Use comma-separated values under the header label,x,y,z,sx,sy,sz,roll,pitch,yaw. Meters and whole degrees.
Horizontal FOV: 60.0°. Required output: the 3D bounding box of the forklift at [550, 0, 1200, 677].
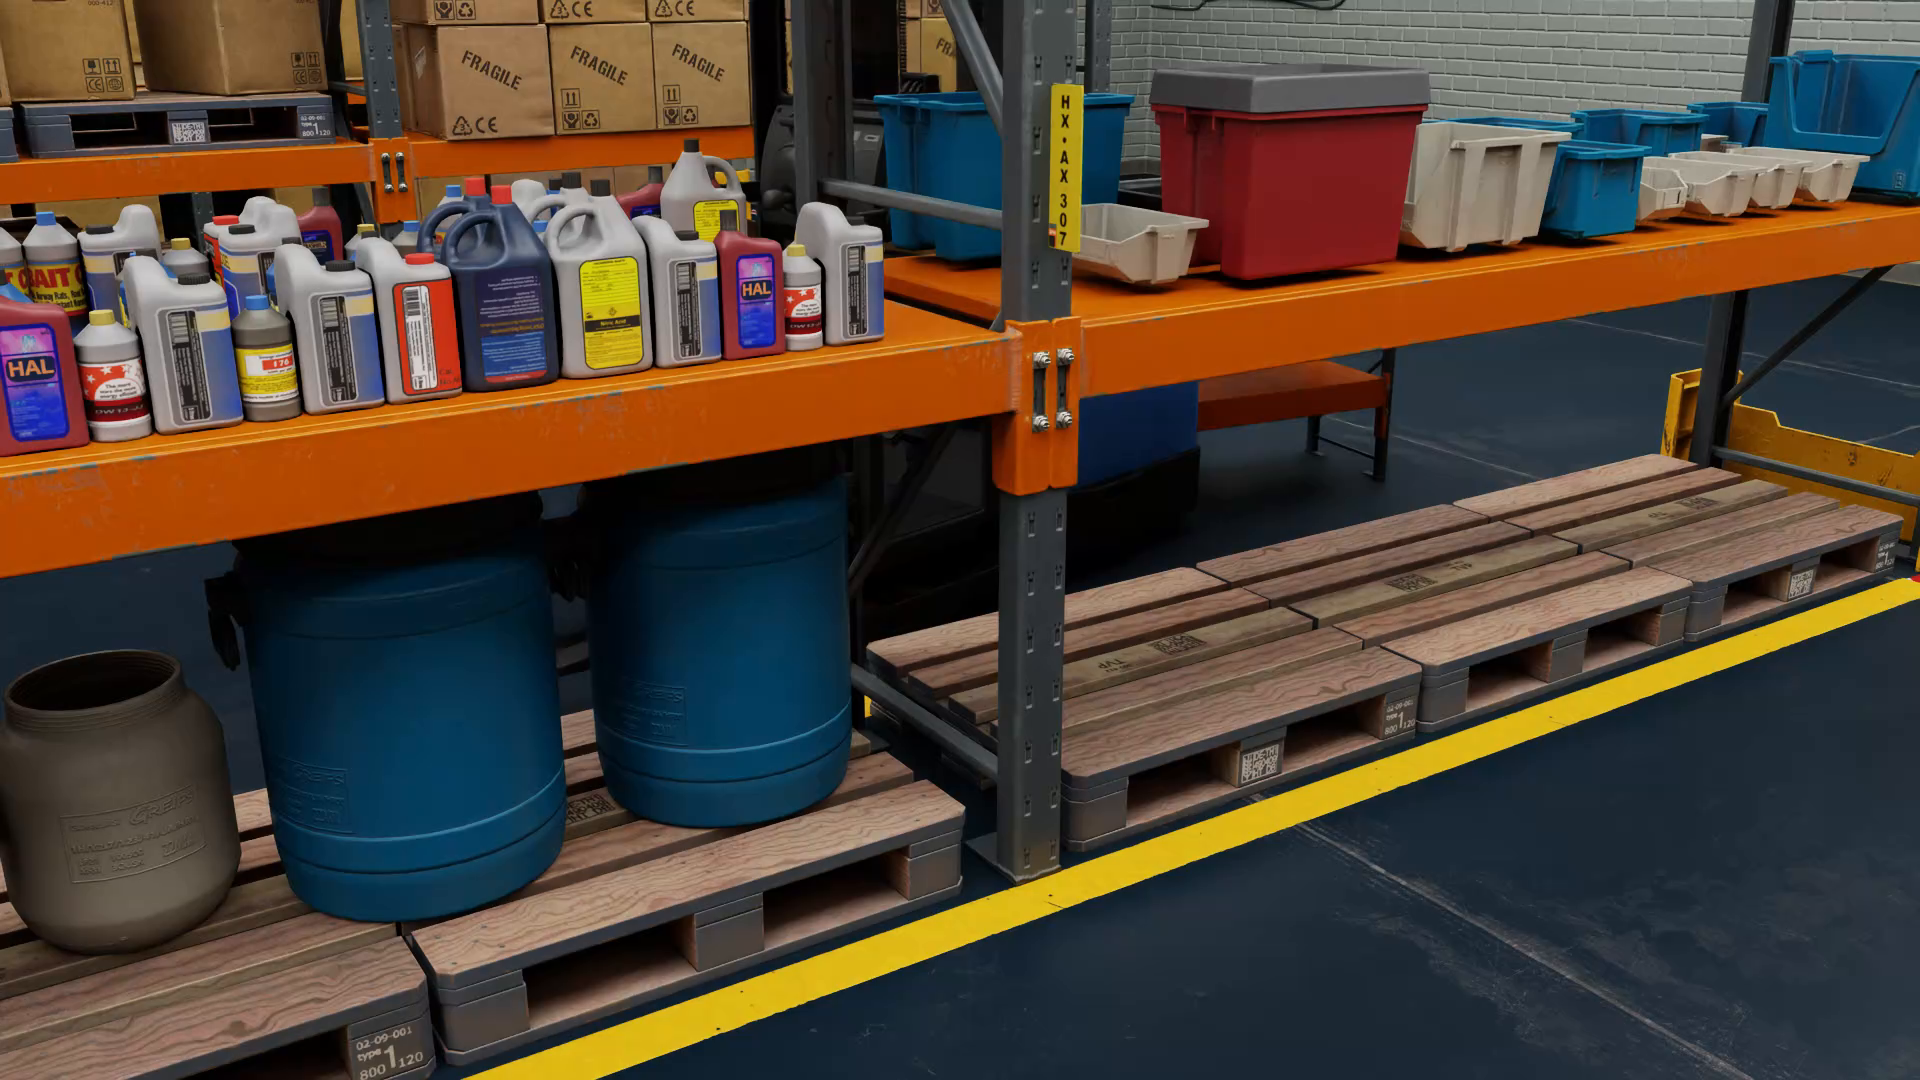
label,x,y,z,sx,sy,sz,roll,pitch,yaw
forklift,-0.450,-1.214,5.259,1.130,2.935,3.031,16,25,40

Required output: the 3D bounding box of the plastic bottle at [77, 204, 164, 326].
label,x,y,z,sx,sy,sz,roll,pitch,yaw
plastic bottle,-1.652,-0.518,3.287,0.135,0.276,0.152,-12,22,-31

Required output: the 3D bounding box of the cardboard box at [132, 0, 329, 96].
label,x,y,z,sx,sy,sz,roll,pitch,yaw
cardboard box,-3.329,-2.308,7.578,0.700,0.500,0.500,14,23,35

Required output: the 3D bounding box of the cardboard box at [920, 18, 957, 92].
label,x,y,z,sx,sy,sz,roll,pitch,yaw
cardboard box,-0.125,-2.594,9.077,0.500,0.500,0.500,-12,22,-31

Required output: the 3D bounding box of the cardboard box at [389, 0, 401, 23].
label,x,y,z,sx,sy,sz,roll,pitch,yaw
cardboard box,-2.530,-2.765,8.023,0.500,0.500,0.500,-12,22,-31

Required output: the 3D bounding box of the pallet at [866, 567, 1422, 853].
label,x,y,z,sx,sy,sz,roll,pitch,yaw
pallet,0.504,0.421,4.670,1.213,0.211,1.003,-12,22,-31

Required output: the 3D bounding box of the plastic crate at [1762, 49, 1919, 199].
label,x,y,z,sx,sy,sz,roll,pitch,yaw
plastic crate,3.075,-1.401,5.556,0.499,0.435,0.616,-12,22,-31

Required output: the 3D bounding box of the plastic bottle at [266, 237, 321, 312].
label,x,y,z,sx,sy,sz,roll,pitch,yaw
plastic bottle,-1.163,-0.397,2.935,0.097,0.271,0.097,0,19,0

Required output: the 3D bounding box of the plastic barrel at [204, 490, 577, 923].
label,x,y,z,sx,sy,sz,roll,pitch,yaw
plastic barrel,-1.144,0.251,3.440,0.708,0.901,0.600,-12,22,-31

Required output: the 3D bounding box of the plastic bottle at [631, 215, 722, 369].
label,x,y,z,sx,sy,sz,roll,pitch,yaw
plastic bottle,-0.546,-0.481,3.178,0.135,0.276,0.152,-12,22,-31

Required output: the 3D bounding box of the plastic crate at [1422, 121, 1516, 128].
label,x,y,z,sx,sy,sz,roll,pitch,yaw
plastic crate,1.514,-1.174,5.201,0.300,0.233,0.416,-12,22,-31

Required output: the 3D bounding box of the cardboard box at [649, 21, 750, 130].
label,x,y,z,sx,sy,sz,roll,pitch,yaw
cardboard box,-1.390,-2.329,8.293,0.500,0.500,0.500,-12,22,-32

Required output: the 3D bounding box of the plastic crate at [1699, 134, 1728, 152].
label,x,y,z,sx,sy,sz,roll,pitch,yaw
plastic crate,2.551,-1.378,5.957,0.298,0.136,0.250,-12,22,-31

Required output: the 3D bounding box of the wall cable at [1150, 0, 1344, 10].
label,x,y,z,sx,sy,sz,roll,pitch,yaw
wall cable,2.723,-6.386,15.933,0.112,2.526,3.097,-12,22,-31

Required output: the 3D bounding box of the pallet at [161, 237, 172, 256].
label,x,y,z,sx,sy,sz,roll,pitch,yaw
pallet,-6.141,-1.933,11.633,1.213,0.211,1.003,-12,22,-31

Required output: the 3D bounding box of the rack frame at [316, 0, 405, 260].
label,x,y,z,sx,sy,sz,roll,pitch,yaw
rack frame,-2.810,-2.086,7.731,0.127,3.000,1.000,-12,22,-31

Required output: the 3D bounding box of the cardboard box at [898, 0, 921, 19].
label,x,y,z,sx,sy,sz,roll,pitch,yaw
cardboard box,-0.542,-2.978,8.652,0.500,0.500,0.500,-11,22,-30

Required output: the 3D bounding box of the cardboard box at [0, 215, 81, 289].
label,x,y,z,sx,sy,sz,roll,pitch,yaw
cardboard box,-4.183,-1.269,7.360,0.500,0.250,0.500,-12,22,-31

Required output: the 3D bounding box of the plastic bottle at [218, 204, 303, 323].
label,x,y,z,sx,sy,sz,roll,pitch,yaw
plastic bottle,-1.375,-0.518,3.287,0.135,0.276,0.152,-12,22,-31

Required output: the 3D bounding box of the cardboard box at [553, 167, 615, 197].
label,x,y,z,sx,sy,sz,roll,pitch,yaw
cardboard box,-3.145,-2.891,13.361,0.500,0.500,0.700,-12,22,-32

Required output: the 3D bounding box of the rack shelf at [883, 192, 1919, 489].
label,x,y,z,sx,sy,sz,roll,pitch,yaw
rack shelf,1.581,-0.772,4.967,4.000,0.370,1.077,-12,22,-31

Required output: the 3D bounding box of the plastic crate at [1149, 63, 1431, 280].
label,x,y,z,sx,sy,sz,roll,pitch,yaw
plastic crate,0.795,-0.909,4.057,0.583,0.464,0.402,-12,22,-31

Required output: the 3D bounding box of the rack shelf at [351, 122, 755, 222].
label,x,y,z,sx,sy,sz,roll,pitch,yaw
rack shelf,-1.140,-2.097,8.888,4.000,0.370,1.077,-12,22,-31

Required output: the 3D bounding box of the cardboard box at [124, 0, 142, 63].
label,x,y,z,sx,sy,sz,roll,pitch,yaw
cardboard box,-5.785,-3.459,11.141,0.500,0.500,0.500,-12,22,-32

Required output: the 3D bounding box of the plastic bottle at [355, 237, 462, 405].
label,x,y,z,sx,sy,sz,roll,pitch,yaw
plastic bottle,-0.967,-0.392,2.916,0.135,0.276,0.152,-12,22,-31

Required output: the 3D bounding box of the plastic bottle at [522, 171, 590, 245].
label,x,y,z,sx,sy,sz,roll,pitch,yaw
plastic bottle,-0.756,-0.526,3.194,0.185,0.351,0.144,-12,22,-31

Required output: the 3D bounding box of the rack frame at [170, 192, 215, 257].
label,x,y,z,sx,sy,sz,roll,pitch,yaw
rack frame,-5.538,-3.410,11.648,0.127,3.000,1.000,-12,22,-31

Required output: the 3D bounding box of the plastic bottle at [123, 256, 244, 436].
label,x,y,z,sx,sy,sz,roll,pitch,yaw
plastic bottle,-1.273,-0.328,2.725,0.135,0.276,0.152,-12,22,-31

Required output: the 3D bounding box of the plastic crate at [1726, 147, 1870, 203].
label,x,y,z,sx,sy,sz,roll,pitch,yaw
plastic crate,2.670,-1.176,5.358,0.243,0.136,0.396,-12,22,-31

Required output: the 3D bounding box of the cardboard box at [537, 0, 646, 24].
label,x,y,z,sx,sy,sz,roll,pitch,yaw
cardboard box,-1.831,-2.706,7.847,0.500,0.500,0.500,-13,22,-33

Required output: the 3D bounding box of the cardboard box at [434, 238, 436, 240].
label,x,y,z,sx,sy,sz,roll,pitch,yaw
cardboard box,-2.490,-1.286,8.582,0.500,0.500,0.500,-12,22,-31

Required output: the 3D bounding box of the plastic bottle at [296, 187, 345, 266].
label,x,y,z,sx,sy,sz,roll,pitch,yaw
plastic bottle,-1.372,-0.598,3.512,0.133,0.283,0.061,-12,22,-31

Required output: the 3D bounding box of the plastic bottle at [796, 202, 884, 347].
label,x,y,z,sx,sy,sz,roll,pitch,yaw
plastic bottle,-0.240,-0.546,3.369,0.135,0.276,0.152,-12,22,-31

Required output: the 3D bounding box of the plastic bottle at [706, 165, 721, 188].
label,x,y,z,sx,sy,sz,roll,pitch,yaw
plastic bottle,-0.630,-0.754,3.975,0.133,0.283,0.061,-12,22,-31

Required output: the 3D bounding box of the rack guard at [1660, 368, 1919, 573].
label,x,y,z,sx,sy,sz,roll,pitch,yaw
rack guard,3.265,-0.288,6.317,0.348,0.500,1.175,-12,22,-31

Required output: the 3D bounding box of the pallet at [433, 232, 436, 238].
label,x,y,z,sx,sy,sz,roll,pitch,yaw
pallet,-3.840,-2.418,13.069,1.213,0.211,1.003,-12,22,-31

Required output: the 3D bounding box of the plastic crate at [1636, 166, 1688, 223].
label,x,y,z,sx,sy,sz,roll,pitch,yaw
plastic crate,1.964,-1.016,4.885,0.250,0.136,0.298,-12,22,-31

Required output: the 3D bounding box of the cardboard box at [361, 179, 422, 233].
label,x,y,z,sx,sy,sz,roll,pitch,yaw
cardboard box,-4.435,-2.617,12.549,0.500,0.500,0.700,-12,22,-32

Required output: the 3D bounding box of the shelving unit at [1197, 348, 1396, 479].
label,x,y,z,sx,sy,sz,roll,pitch,yaw
shelving unit,1.212,-0.790,6.824,1.048,1.125,0.538,-9,21,-25

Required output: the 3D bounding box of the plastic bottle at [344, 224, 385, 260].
label,x,y,z,sx,sy,sz,roll,pitch,yaw
plastic bottle,-1.265,-0.575,3.571,0.097,0.201,0.097,0,19,0

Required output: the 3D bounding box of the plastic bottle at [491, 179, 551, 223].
label,x,y,z,sx,sy,sz,roll,pitch,yaw
plastic bottle,-0.991,-0.657,3.699,0.135,0.276,0.152,-12,22,-31
